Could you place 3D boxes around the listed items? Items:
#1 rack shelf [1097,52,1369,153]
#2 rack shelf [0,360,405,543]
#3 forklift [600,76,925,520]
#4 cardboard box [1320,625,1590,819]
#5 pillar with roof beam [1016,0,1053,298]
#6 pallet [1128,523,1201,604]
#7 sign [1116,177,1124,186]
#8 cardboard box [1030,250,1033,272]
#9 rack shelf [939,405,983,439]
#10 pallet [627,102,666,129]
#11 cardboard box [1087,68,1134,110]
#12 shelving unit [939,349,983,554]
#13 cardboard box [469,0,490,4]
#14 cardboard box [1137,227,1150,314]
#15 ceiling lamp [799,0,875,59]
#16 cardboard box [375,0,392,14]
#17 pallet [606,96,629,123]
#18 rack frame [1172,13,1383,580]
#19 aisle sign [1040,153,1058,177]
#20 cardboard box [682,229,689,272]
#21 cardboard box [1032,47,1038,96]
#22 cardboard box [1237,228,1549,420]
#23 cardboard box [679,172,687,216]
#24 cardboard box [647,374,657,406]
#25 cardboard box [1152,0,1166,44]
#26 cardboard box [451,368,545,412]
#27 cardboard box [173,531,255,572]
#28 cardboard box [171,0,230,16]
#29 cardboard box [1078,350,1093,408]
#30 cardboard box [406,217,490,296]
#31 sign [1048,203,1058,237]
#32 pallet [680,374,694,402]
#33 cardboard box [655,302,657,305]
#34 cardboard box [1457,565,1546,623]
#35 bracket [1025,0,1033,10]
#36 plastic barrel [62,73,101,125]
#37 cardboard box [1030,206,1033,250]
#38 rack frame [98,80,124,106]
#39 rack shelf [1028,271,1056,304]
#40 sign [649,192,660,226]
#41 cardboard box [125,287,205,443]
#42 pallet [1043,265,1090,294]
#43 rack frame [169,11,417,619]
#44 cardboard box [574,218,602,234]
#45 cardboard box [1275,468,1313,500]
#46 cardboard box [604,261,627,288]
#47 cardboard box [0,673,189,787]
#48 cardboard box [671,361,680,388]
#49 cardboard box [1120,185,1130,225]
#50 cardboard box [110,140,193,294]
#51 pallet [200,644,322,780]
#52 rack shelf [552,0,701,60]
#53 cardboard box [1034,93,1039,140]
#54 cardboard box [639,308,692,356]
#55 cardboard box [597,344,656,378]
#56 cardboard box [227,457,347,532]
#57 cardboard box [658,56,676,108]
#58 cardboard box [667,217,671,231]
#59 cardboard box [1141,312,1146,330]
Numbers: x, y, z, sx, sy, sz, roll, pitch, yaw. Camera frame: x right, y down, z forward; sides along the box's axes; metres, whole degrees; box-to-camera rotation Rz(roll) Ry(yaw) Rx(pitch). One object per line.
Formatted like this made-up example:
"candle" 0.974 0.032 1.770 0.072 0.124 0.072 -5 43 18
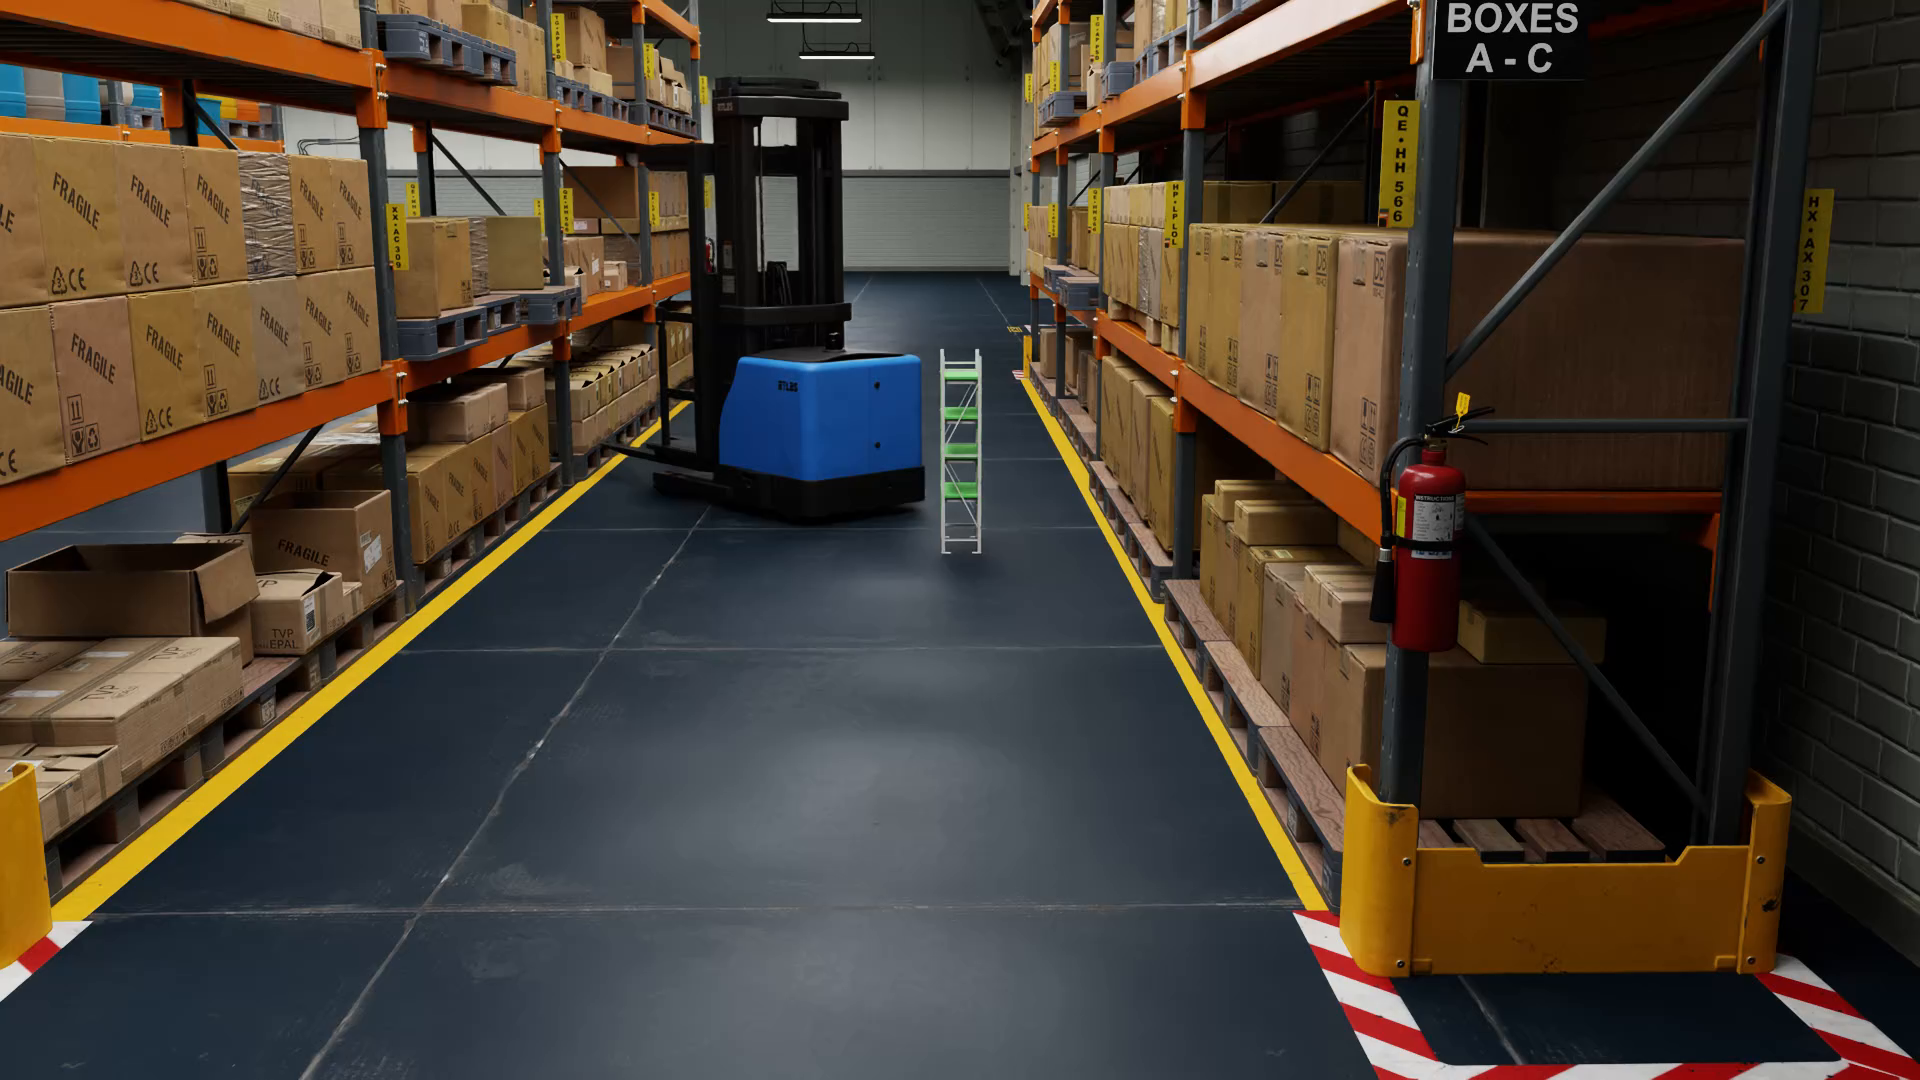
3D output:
"rack shelf" 1.575 -2.612 10.153 1.077 0.370 4.000 0 11 -1
"rack shelf" -3.295 -0.325 6.428 1.077 0.370 4.000 0 11 -1
"forklift" -1.603 -1.802 12.068 1.130 2.935 3.031 -10 15 -41
"cardboard box" 1.584 0.579 5.392 0.700 0.500 0.500 0 11 -1
"pillar with roof beam" -2.429 -9.847 36.463 9.100 9.000 0.548 0 11 -1
"pallet" 1.525 0.117 9.452 1.003 0.211 1.213 0 11 -1
"sign" 1.923 -4.203 20.023 0.100 0.325 0.005 0 11 -1
"cardboard box" 1.086 -3.217 19.198 0.500 0.250 0.500 -1 11 -3
"rack shelf" 0.003 -0.728 10.243 0.258 0.148 0.480 0 11 -1
"pallet" -3.545 -4.262 16.701 1.003 0.211 1.213 0 11 -1
"cardboard box" 1.248 -3.470 12.748 0.500 0.311 0.500 0 11 -1
"shelving unit" 0.003 -0.555 10.278 0.258 1.200 0.503 0 11 -1
"cardboard box" -3.406 -3.692 10.901 0.500 0.500 0.500 0 11 -1
"cardboard box" 1.332 -1.593 9.818 0.500 0.500 0.500 0 11 -1
"ceiling lamp" -3.252 -14.322 43.841 2.000 3.185 0.800 0 11 -1
"cardboard box" -3.273 -2.950 8.452 0.600 0.600 0.600 -1 12 -7
"pallet" -3.471 -3.867 15.012 0.805 0.209 1.217 -1 11 -3
"rack frame" 1.616 -1.097 8.420 1.000 3.000 0.127 0 11 -1
"aisle sign" 1.067 -4.769 19.984 0.394 0.787 0.004 0 11 -1
"cardboard box" -3.588 -3.417 19.607 0.700 0.500 0.500 0 11 -1
"cardboard box" 1.093 -5.323 18.894 0.500 0.500 0.500 0 11 -2
"cardboard box" 1.645 -0.846 6.431 0.980 0.700 0.700 -1 11 -4
"cardboard box" -3.587 -4.042 19.426 0.700 0.500 0.500 0 11 -1
"cardboard box" -3.204 -1.443 15.986 0.500 0.250 0.500 0 11 -2
"cardboard box" 1.664 -3.425 10.996 0.700 0.500 0.500 -1 12 -4
"cardboard box" -3.160 -1.033 11.399 0.500 0.250 0.500 0 11 1
"cardboard box" -3.544 0.111 8.124 0.500 0.311 0.500 0 11 -1
"cardboard box" -3.036 -2.078 6.092 0.500 0.250 0.500 0 11 -1
"cardboard box" 1.482 -1.531 15.743 0.700 0.500 0.500 0 11 1
"cardboard box" -3.466 -1.818 10.669 0.700 0.500 0.500 2 12 10
"sign" 0.908 -3.107 16.154 0.100 0.325 0.005 0 11 -1
"pallet" -3.505 -1.701 18.411 1.003 0.211 1.213 0 11 -1
"cardboard box" -3.784 -2.480 19.212 0.500 0.500 0.500 0 11 -1
"cardboard box" 1.775 0.184 5.705 0.380 0.149 0.250 0 11 -1
"bracket" 1.529 -11.545 35.779 0.235 0.232 0.430 0 11 -1
"plastic barrel" -8.227 -4.262 15.216 0.600 0.901 0.708 0 11 -1
"cardboard box" 1.078 -3.591 19.158 0.500 0.500 0.500 0 11 -1
"rack frame" -8.454 -5.586 15.462 1.000 3.000 0.127 0 11 -1
"rack shelf" 1.409 -2.732 18.290 1.077 0.370 4.000 0 11 -1
"sign" -2.960 -3.199 16.068 0.100 0.325 0.005 0 11 -1
"cardboard box" -3.023 -0.621 5.825 0.500 0.500 0.500 0 11 -1
"pallet" 1.321 -2.440 15.526 1.003 0.211 1.213 0 11 -1
"rack frame" -3.337 -1.076 8.316 1.000 3.000 0.127 0 11 -1
"cardboard box" -3.722 -3.086 16.343 0.380 0.149 0.250 0 11 -1
"cardboard box" 1.724 -0.276 7.974 0.380 0.149 0.250 0 11 -1
"cardboard box" -3.448 -2.495 15.688 0.500 0.250 0.500 0 11 2
"cardboard box" -2.992 0.643 5.655 0.500 0.250 0.500 0 11 -1
"cardboard box" -3.214 -1.717 17.337 0.500 0.250 0.500 0 11 -1
"cardboard box" 1.311 -2.166 10.757 0.500 0.250 0.500 0 11 -1
"cardboard box" -3.023 -1.112 5.730 0.500 0.500 0.500 0 11 0
"pallet" -3.295 0.671 6.722 1.003 0.211 1.213 0 11 -1
"rack shelf" -3.543 -5.455 17.630 1.077 0.370 4.000 0 11 -1
"cardboard box" 1.100 -4.837 19.008 0.500 0.500 0.500 1 11 3
"cardboard box" -3.232 -2.283 18.243 0.500 0.500 0.500 0 11 -1
"cardboard box" -3.207 -1.720 15.940 0.500 0.311 0.500 0 11 -1
"cardboard box" -3.633 -0.163 8.999 0.500 0.500 0.500 0 11 -1
"cardboard box" -3.410 -4.789 17.407 0.797 0.503 0.637 1 12 5
"cardboard box" -3.352 -3.444 18.110 0.380 0.149 0.250 0 11 -2
"cardboard box" 1.351 -1.407 10.533 0.380 0.149 0.250 0 11 -1
